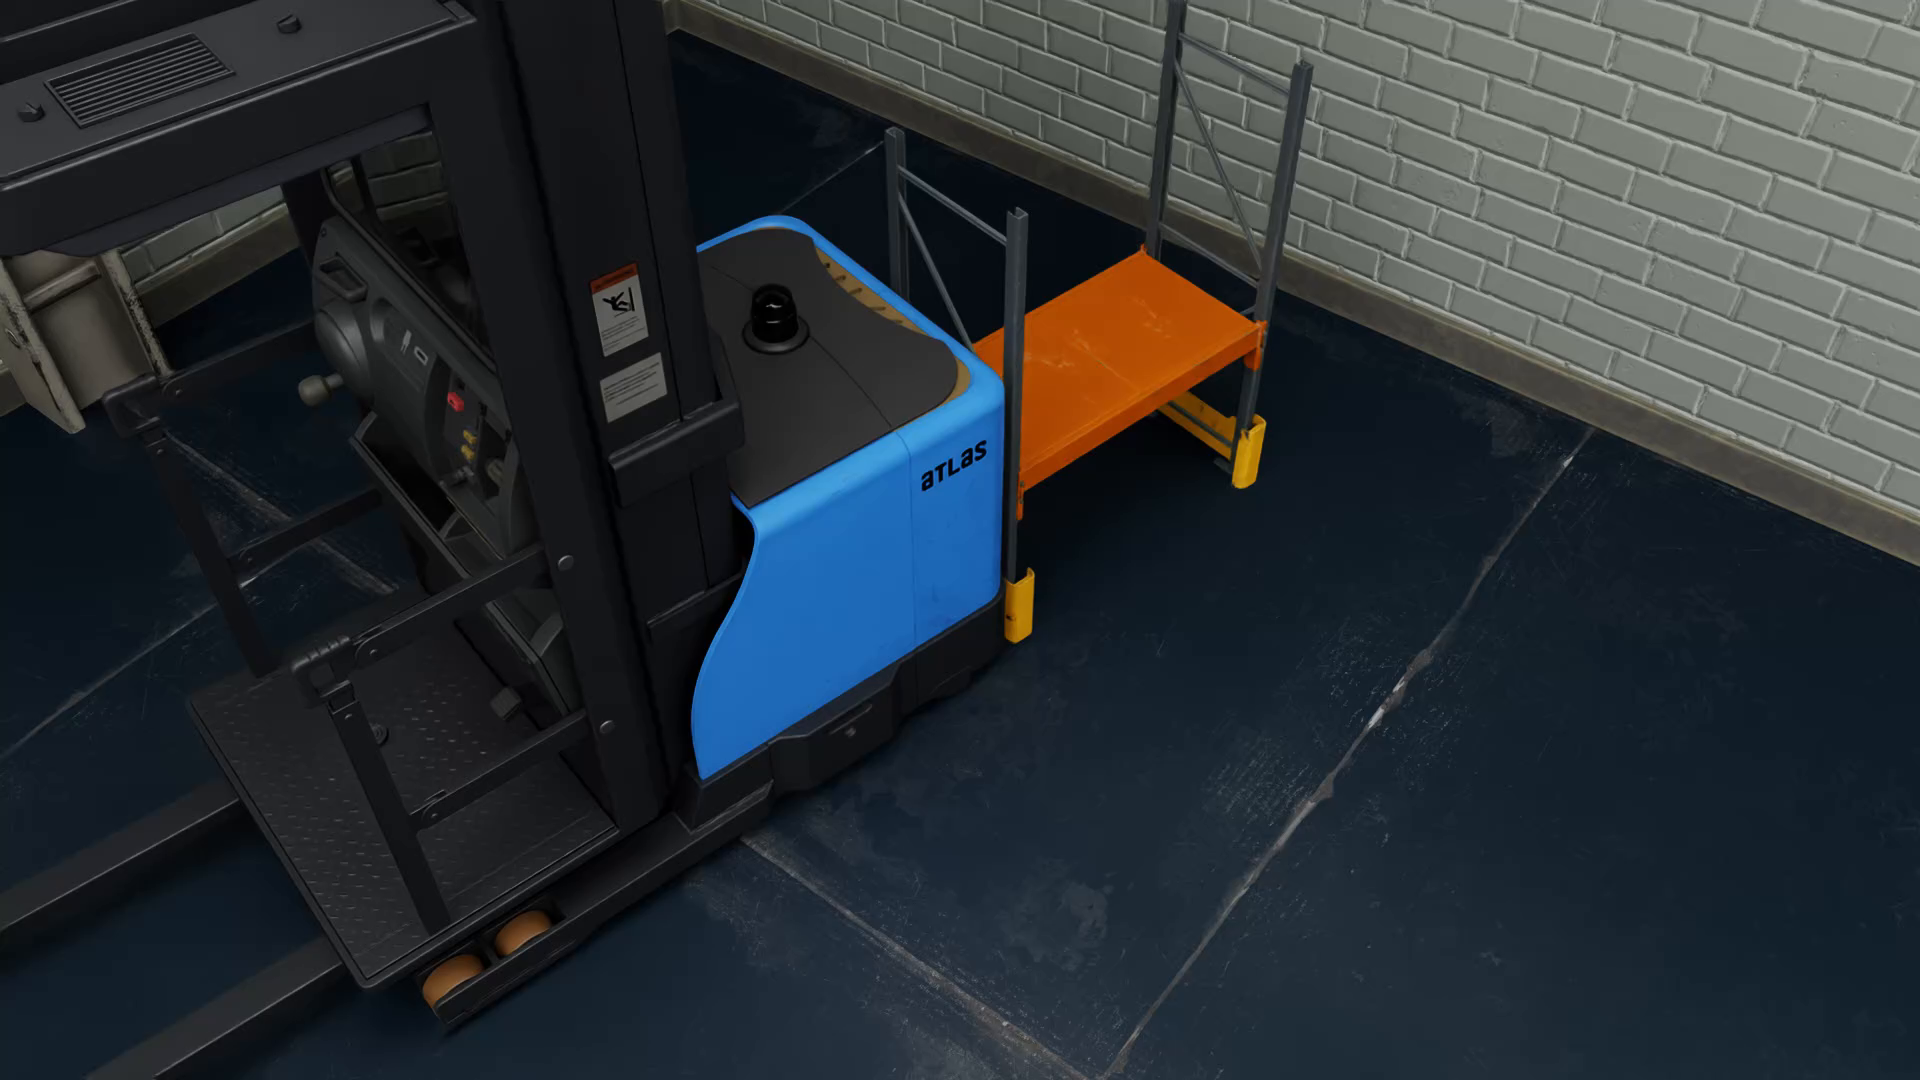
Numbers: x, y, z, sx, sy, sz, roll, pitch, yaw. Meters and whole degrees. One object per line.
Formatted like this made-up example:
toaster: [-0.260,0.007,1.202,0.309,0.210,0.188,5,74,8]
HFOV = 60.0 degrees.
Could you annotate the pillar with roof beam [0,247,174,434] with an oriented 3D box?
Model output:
pillar with roof beam: [0.423,-1.740,0.689,9.100,9.000,0.400,29,53,25]

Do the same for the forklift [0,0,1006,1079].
forklift: [-1.330,-0.262,3.473,3.031,2.935,1.130,-31,54,-26]

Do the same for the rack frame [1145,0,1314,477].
rack frame: [0.755,-0.858,5.032,0.032,1.500,0.500,-32,54,-27]

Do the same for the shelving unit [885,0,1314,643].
shelving unit: [0.378,-0.621,4.806,1.083,1.500,0.587,-32,54,-27]

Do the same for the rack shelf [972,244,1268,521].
rack shelf: [0.371,-0.493,4.932,1.000,0.185,0.538,-32,54,-27]

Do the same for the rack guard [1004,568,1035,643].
rack guard: [0.001,0.046,5.033,0.087,0.250,0.587,-32,54,-27]

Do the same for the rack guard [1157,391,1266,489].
rack guard: [0.754,-0.425,5.483,0.087,0.250,0.587,-32,54,-27]

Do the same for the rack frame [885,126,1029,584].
rack frame: [-0.013,-0.376,4.572,0.032,1.500,0.500,-32,54,-27]
